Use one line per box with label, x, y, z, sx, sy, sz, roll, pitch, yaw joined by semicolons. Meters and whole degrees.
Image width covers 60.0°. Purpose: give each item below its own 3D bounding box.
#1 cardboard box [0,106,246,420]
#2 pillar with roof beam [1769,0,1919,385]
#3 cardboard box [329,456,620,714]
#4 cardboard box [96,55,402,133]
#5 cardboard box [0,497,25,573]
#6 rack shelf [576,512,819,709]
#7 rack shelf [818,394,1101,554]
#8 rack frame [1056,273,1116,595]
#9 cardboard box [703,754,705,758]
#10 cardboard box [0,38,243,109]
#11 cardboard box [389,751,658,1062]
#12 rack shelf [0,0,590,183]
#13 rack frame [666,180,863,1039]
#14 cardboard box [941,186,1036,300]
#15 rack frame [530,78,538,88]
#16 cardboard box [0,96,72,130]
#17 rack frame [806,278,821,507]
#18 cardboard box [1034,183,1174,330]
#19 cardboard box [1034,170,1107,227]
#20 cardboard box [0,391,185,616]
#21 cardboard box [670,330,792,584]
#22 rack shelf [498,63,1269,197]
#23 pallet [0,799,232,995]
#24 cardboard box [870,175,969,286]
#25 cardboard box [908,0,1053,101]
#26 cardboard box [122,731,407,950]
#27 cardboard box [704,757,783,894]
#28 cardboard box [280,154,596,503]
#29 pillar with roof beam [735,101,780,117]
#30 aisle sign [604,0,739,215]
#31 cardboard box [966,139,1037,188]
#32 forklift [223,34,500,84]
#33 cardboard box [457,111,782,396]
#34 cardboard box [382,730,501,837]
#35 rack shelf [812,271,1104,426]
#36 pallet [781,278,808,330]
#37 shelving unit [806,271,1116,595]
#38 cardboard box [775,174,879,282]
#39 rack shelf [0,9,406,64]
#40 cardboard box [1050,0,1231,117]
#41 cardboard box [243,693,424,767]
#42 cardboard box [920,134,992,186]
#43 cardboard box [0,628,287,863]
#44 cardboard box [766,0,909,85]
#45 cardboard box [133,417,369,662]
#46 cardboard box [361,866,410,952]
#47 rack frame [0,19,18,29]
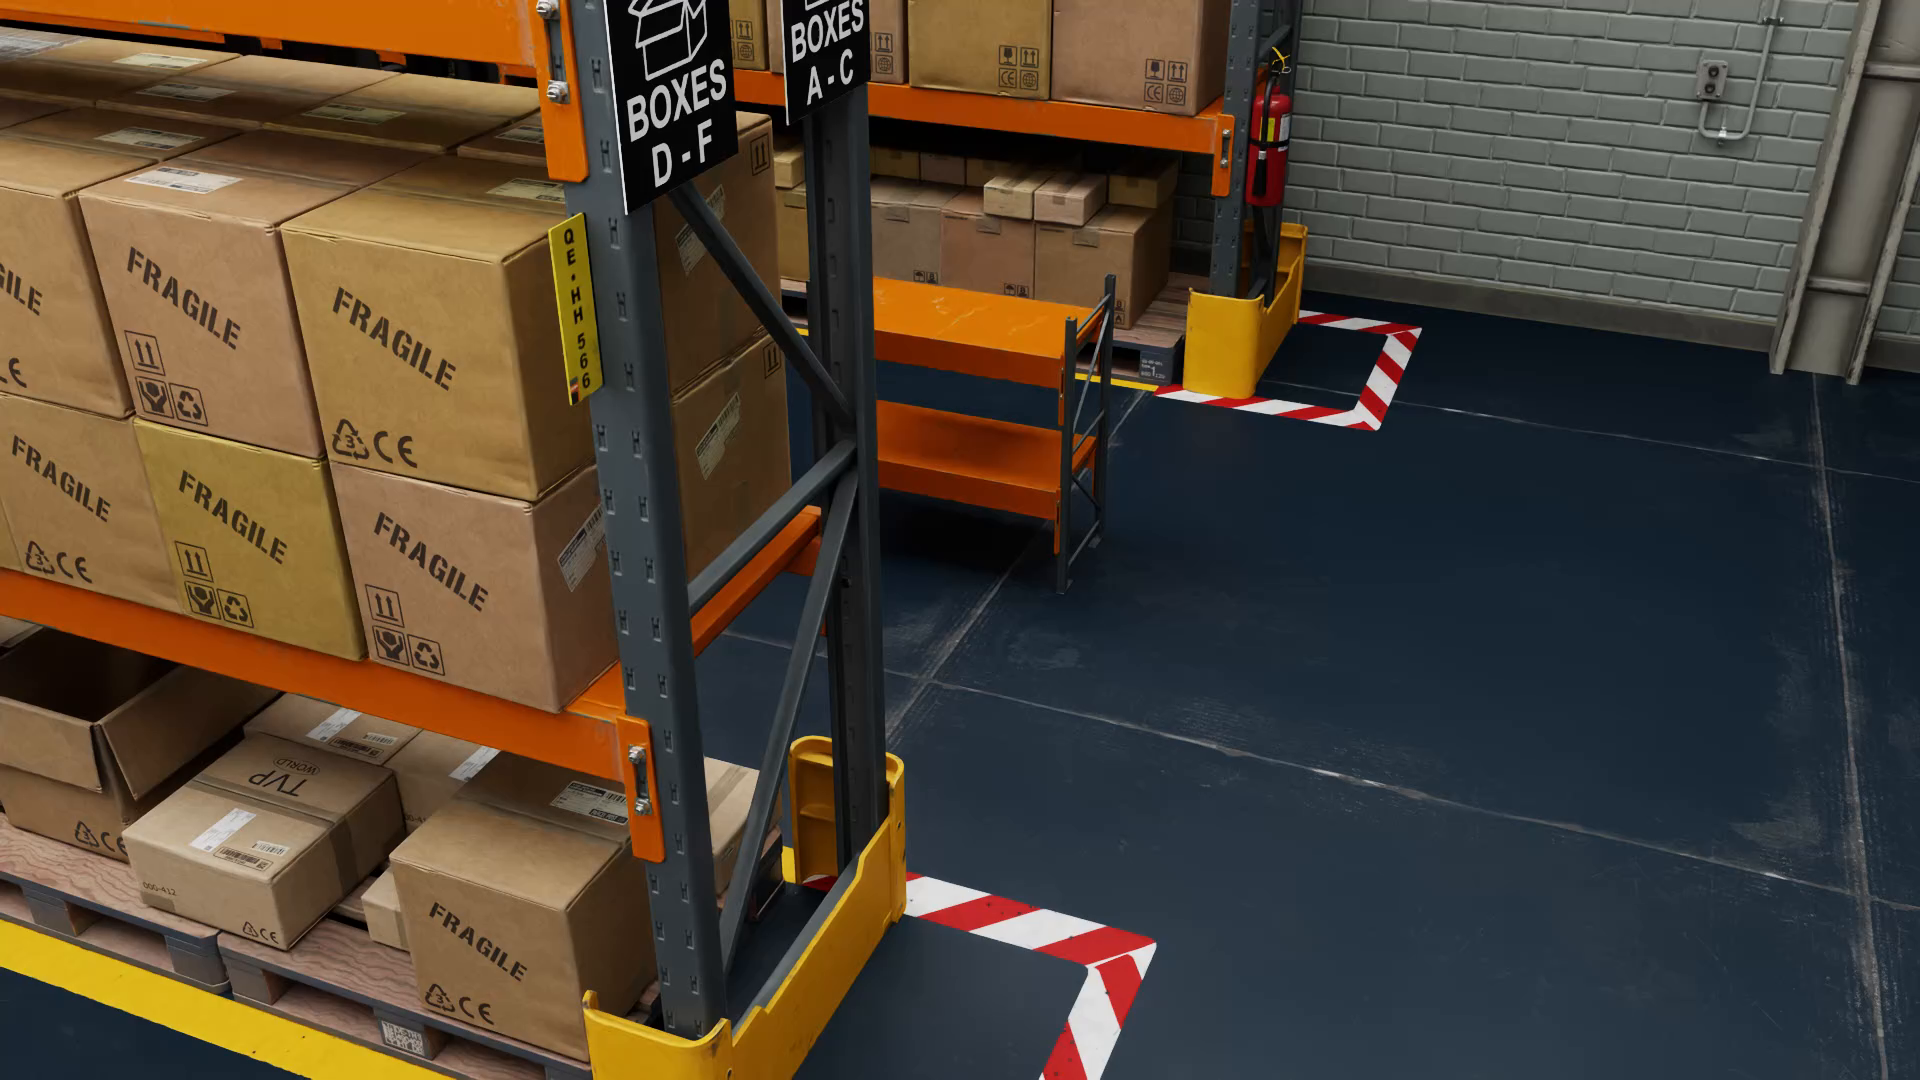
cardboard box;-1.911;-0.632;3.702;0.500;0.500;0.500;12;32;20
pillar with roof beam;2.623;-2.812;2.581;0.400;9.000;9.100;11;31;19
cardboard box;-0.962;-0.012;3.621;0.500;0.500;0.500;12;32;21
cardboard box;-1.706;-0.879;4.138;0.500;0.500;0.500;12;32;20
cardboard box;-2.371;-0.294;4.120;0.500;0.500;0.500;11;31;18
rack shelf;-2.298;-0.151;4.502;3.809;0.124;0.919;11;31;19
rack shelf;0.006;-0.276;6.591;1.000;0.278;0.538;11;31;19
rack frame;0.477;-0.394;6.305;0.032;1.125;0.500;11;31;19
cardboard box;-0.935;0.752;4.803;0.250;0.166;0.380;11;31;19
cardboard box;-2.177;-0.972;4.304;0.500;0.500;0.500;11;31;19
cardboard box;-1.041;0.899;4.204;0.500;0.500;0.500;11;31;19
rack shelf;-2.298;-1.372;3.812;4.000;0.370;1.077;11;31;19
rack frame;-0.443;-0.011;3.721;0.053;2.616;0.949;11;31;19
cardboard box;0.265;-1.540;8.540;0.500;0.500;0.700;11;31;19
rack frame;-2.292;-3.009;9.025;0.127;3.000;1.000;11;31;19
cardboard box;-2.387;-0.727;3.870;0.500;0.500;0.500;12;32;21
rack frame;-0.465;-0.582;6.637;0.032;1.125;0.500;11;31;19
cardboard box;0.728;-1.447;8.376;0.500;0.500;0.700;11;31;19
cardboard box;0.541;-1.670;8.111;0.250;0.149;0.380;11;31;19
cardboard box;-1.904;-0.201;3.955;0.500;0.500;0.500;12;31;20
cardboard box;-0.757;-0.255;4.052;0.500;0.500;0.500;12;32;20
rack shelf;-0.439;-2.326;8.547;4.000;0.370;1.077;11;31;19
pallet;-2.381;0.817;5.090;1.213;0.211;1.003;11;31;19
cardboard box;-0.202;-1.633;8.704;0.500;0.500;0.700;10;31;17
cardboard box;0.260;-2.619;8.030;0.700;0.700;0.980;11;31;19
cardboard box;-1.910;0.818;4.601;0.500;0.250;0.500;11;31;19
cardboard box;-0.703;0.806;4.726;0.250;0.149;0.380;11;31;19
cardboard box;-0.960;-0.445;3.372;0.500;0.500;0.500;11;31;19
pillar with roof beam;-2.937;-3.923;4.545;0.400;9.000;9.100;11;31;19
aisle sign;-0.496;-0.989;2.809;0.004;0.787;0.394;11;31;19
cardboard box;0.218;-1.938;8.584;0.250;0.149;0.380;12;31;20
forklift;-2.726;-1.761;6.887;3.031;2.935;1.130;11;31;18
cardboard box;-0.757;-0.691;3.806;0.500;0.500;0.500;12;32;21
cardboard box;-1.305;0.674;4.857;0.500;0.250;0.500;11;31;19
rack shelf;0.006;-0.743;6.327;1.000;0.278;0.538;11;31;19
pallet;-0.482;-1.394;9.001;1.213;0.211;1.003;11;31;19
shelving unit;0.006;-0.488;6.471;1.048;1.125;0.538;11;31;19
cardboard box;-0.699;-1.728;8.872;0.500;0.500;0.700;12;32;20
rack shelf;-4.145;-3.066;9.856;4.000;0.370;1.077;11;31;19
cardboard box;0.938;-2.489;7.801;0.700;0.700;0.980;13;32;21
cardboard box;-1.768;0.581;5.021;0.500;0.250;0.500;11;31;19
cardboard box;-0.018;-1.984;8.667;0.250;0.149;0.380;12;32;20
cardboard box;-2.408;0.491;4.923;0.637;0.503;0.797;11;31;19
cardboard box;-0.443;-2.764;8.287;0.700;0.700;0.980;10;31;17
cardboard box;-1.444;-0.106;3.788;0.500;0.500;0.500;12;31;20
cardboard box;-1.382;0.928;4.492;0.250;0.166;0.380;11;31;19
rack frame;-6.000;-3.747;10.331;0.053;2.616;0.949;11;31;19
